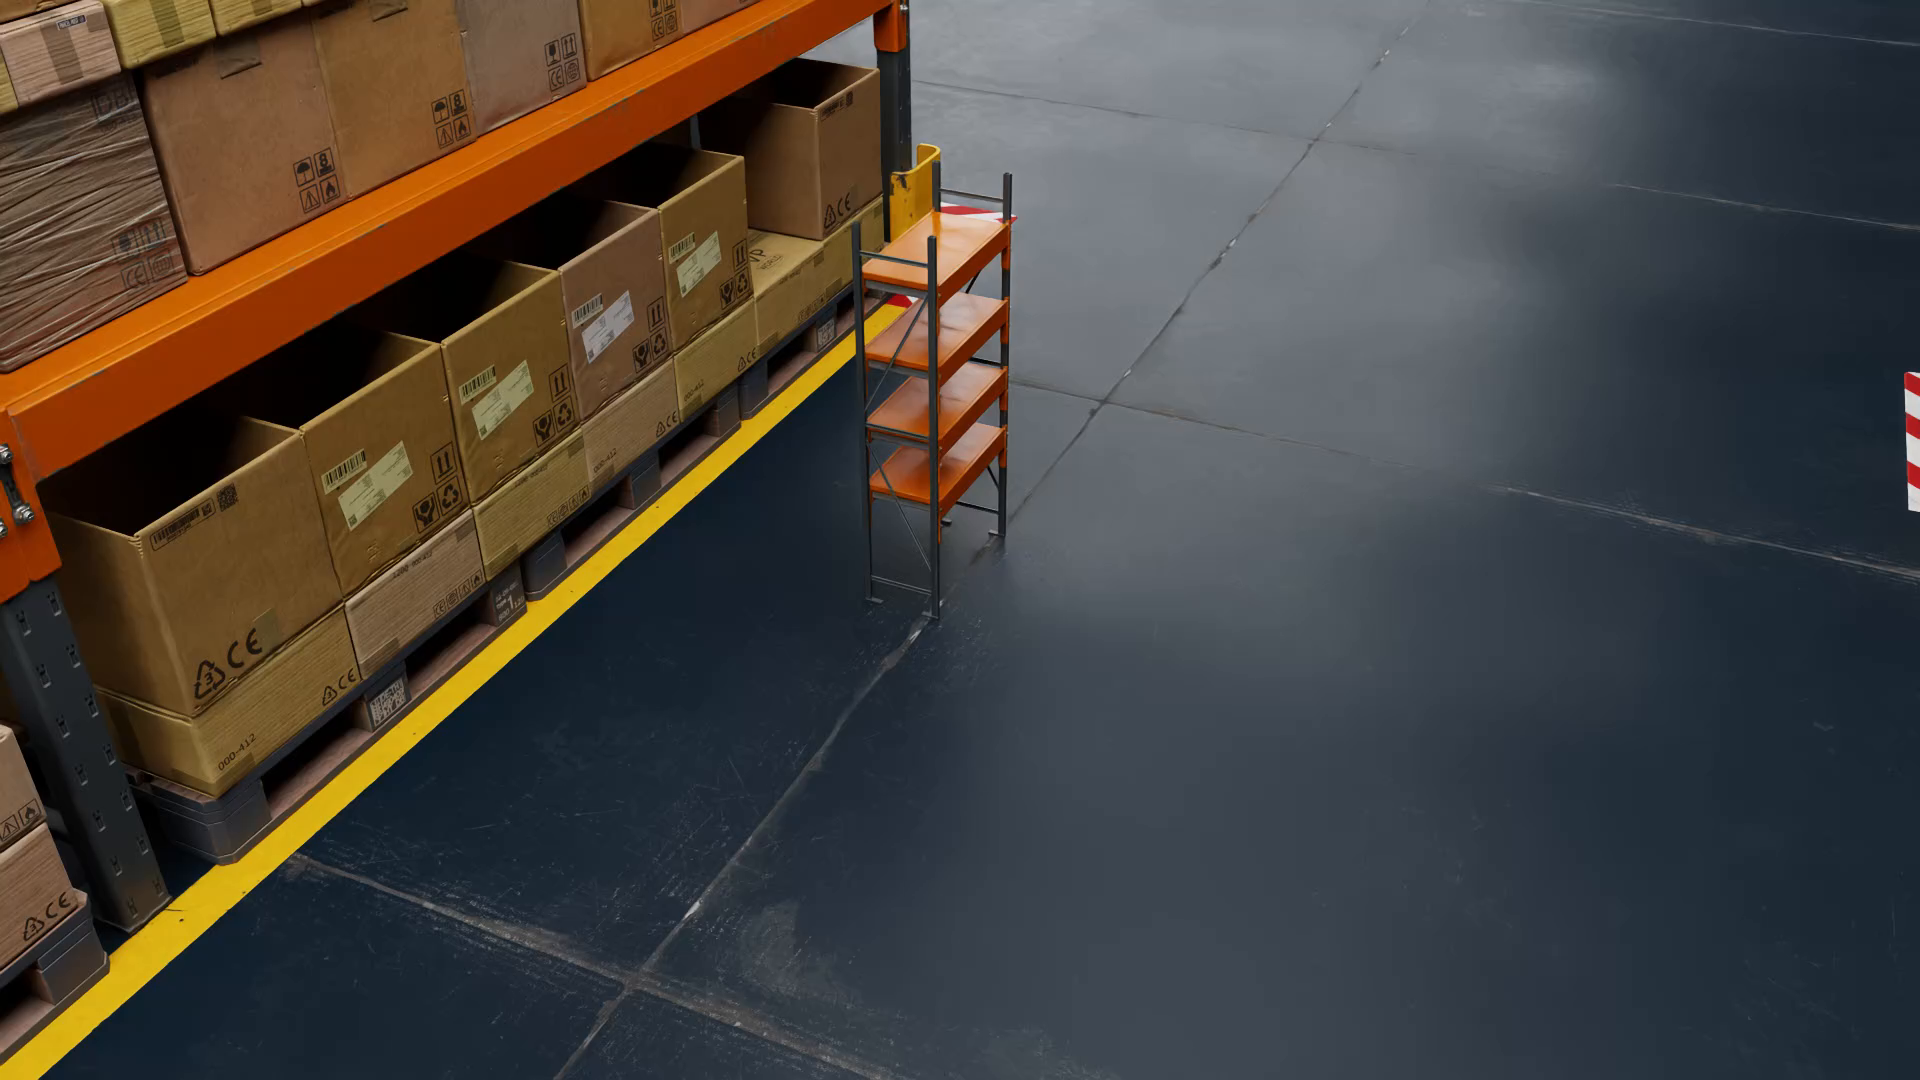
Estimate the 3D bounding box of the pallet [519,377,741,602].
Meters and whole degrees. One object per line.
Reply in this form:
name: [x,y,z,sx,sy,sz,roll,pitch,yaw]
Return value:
pallet: [-1.465,-0.312,5.533,1.003,0.211,1.213,14,36,20]

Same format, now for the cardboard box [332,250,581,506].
cardboard box: [-1.449,-0.478,4.684,0.500,0.500,0.500,14,36,20]

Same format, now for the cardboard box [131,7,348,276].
cardboard box: [-1.951,-1.010,3.964,0.700,0.500,0.500,14,36,20]

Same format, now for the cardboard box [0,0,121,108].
cardboard box: [-1.952,-1.009,3.371,0.380,0.149,0.250,15,36,21]

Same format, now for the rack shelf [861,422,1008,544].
rack shelf: [-0.069,-0.197,4.941,0.258,0.148,0.480,14,36,20]

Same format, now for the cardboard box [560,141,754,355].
cardboard box: [-1.031,-0.976,5.444,0.500,0.500,0.500,14,36,20]

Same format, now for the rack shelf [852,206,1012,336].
rack shelf: [-0.069,-0.748,4.580,0.258,0.148,0.480,14,36,20]

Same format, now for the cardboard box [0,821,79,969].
cardboard box: [-2.255,0.766,3.471,0.500,0.250,0.500,14,36,20]

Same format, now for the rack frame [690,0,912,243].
rack frame: [-0.672,-2.474,6.287,1.000,3.000,0.127,14,36,20]

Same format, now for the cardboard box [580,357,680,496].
cardboard box: [-1.244,-0.415,5.272,0.500,0.250,0.500,14,36,20]

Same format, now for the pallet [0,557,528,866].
pallet: [-1.974,0.298,4.603,1.003,0.211,1.213,14,36,20]

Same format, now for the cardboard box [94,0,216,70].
cardboard box: [-1.846,-1.138,3.567,0.380,0.149,0.250,13,36,19]

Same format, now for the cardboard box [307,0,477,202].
cardboard box: [-1.737,-1.259,4.343,0.700,0.500,0.500,15,36,21]

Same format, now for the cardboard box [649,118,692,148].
cardboard box: [-1.306,-1.348,6.010,0.500,0.500,0.500,14,36,20]

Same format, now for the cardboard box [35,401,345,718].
cardboard box: [-1.867,0.020,3.925,0.500,0.500,0.500,14,36,20]

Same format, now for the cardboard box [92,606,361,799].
cardboard box: [-1.876,0.331,4.134,0.500,0.250,0.500,14,36,20]

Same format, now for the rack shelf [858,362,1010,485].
rack shelf: [-0.069,-0.363,4.832,0.258,0.148,0.480,14,36,20]

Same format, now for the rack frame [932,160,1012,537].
rack frame: [0.033,-0.541,4.981,0.240,1.200,0.015,14,36,20]

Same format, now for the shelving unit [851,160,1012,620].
shelving unit: [-0.069,-0.419,4.795,0.258,1.200,0.503,14,36,20]

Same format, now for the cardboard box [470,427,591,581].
cardboard box: [-1.448,-0.164,4.890,0.500,0.250,0.500,14,36,20]

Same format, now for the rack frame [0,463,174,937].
rack frame: [-2.345,-0.482,3.249,1.000,3.000,0.127,14,36,20]

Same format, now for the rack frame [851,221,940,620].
rack frame: [-0.171,-0.298,4.610,0.240,1.200,0.015,14,36,20]

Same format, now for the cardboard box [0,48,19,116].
cardboard box: [-2.057,-0.884,3.180,0.380,0.149,0.250,14,36,20]

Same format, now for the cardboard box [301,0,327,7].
cardboard box: [-1.631,-1.393,3.956,0.380,0.149,0.250,13,35,19]

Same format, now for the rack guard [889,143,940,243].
rack guard: [-0.662,-1.440,6.991,1.175,0.500,0.348,14,36,20]

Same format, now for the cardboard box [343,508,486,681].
cardboard box: [-1.662,0.083,4.512,0.500,0.250,0.500,14,36,20]

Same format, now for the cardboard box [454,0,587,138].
cardboard box: [-1.524,-1.514,4.733,0.700,0.500,0.500,15,36,22]

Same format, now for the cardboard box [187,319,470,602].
cardboard box: [-1.665,-0.231,4.307,0.500,0.500,0.500,14,36,20]

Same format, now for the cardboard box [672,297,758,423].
cardboard box: [-1.034,-0.663,5.651,0.500,0.250,0.500,14,36,20]

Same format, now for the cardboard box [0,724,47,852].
cardboard box: [-2.254,0.526,3.326,0.500,0.311,0.500,14,36,20]

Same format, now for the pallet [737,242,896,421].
pallet: [-0.954,-0.917,6.456,1.003,0.211,1.213,14,36,20]

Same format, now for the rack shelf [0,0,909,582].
rack shelf: [-1.509,-1.177,4.965,1.077,0.370,4.000,14,36,20]

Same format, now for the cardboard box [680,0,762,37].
cardboard box: [-1.094,-2.023,5.509,0.700,0.500,0.500,15,36,22]

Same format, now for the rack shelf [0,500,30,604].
rack shelf: [-3.182,0.815,1.927,1.077,0.370,4.000,14,36,20]

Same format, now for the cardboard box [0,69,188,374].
cardboard box: [-2.165,-0.746,3.561,0.700,0.500,0.500,13,36,19]

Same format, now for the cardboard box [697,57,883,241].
cardboard box: [-0.626,-1.478,6.209,0.500,0.500,0.500,14,36,20]

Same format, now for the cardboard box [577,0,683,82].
cardboard box: [-1.307,-1.777,5.134,0.700,0.500,0.500,14,36,21]

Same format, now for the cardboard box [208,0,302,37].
cardboard box: [-1.737,-1.269,3.767,0.380,0.149,0.250,14,36,20]

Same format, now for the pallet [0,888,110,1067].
pallet: [-2.618,1.060,3.440,1.003,0.211,1.213,14,36,20]

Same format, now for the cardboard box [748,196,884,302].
cardboard box: [-0.628,-1.165,6.415,0.500,0.250,0.500,14,36,20]

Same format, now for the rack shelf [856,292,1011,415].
rack shelf: [-0.069,-0.550,4.710,0.258,0.148,0.480,14,36,20]

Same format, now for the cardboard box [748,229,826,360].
cardboard box: [-0.826,-0.913,6.031,0.500,0.250,0.500,14,36,20]

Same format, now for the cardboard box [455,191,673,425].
cardboard box: [-1.241,-0.728,5.065,0.500,0.500,0.500,14,36,20]

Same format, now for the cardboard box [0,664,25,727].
cardboard box: [-2.350,0.212,4.316,0.500,0.250,0.500,14,36,20]
